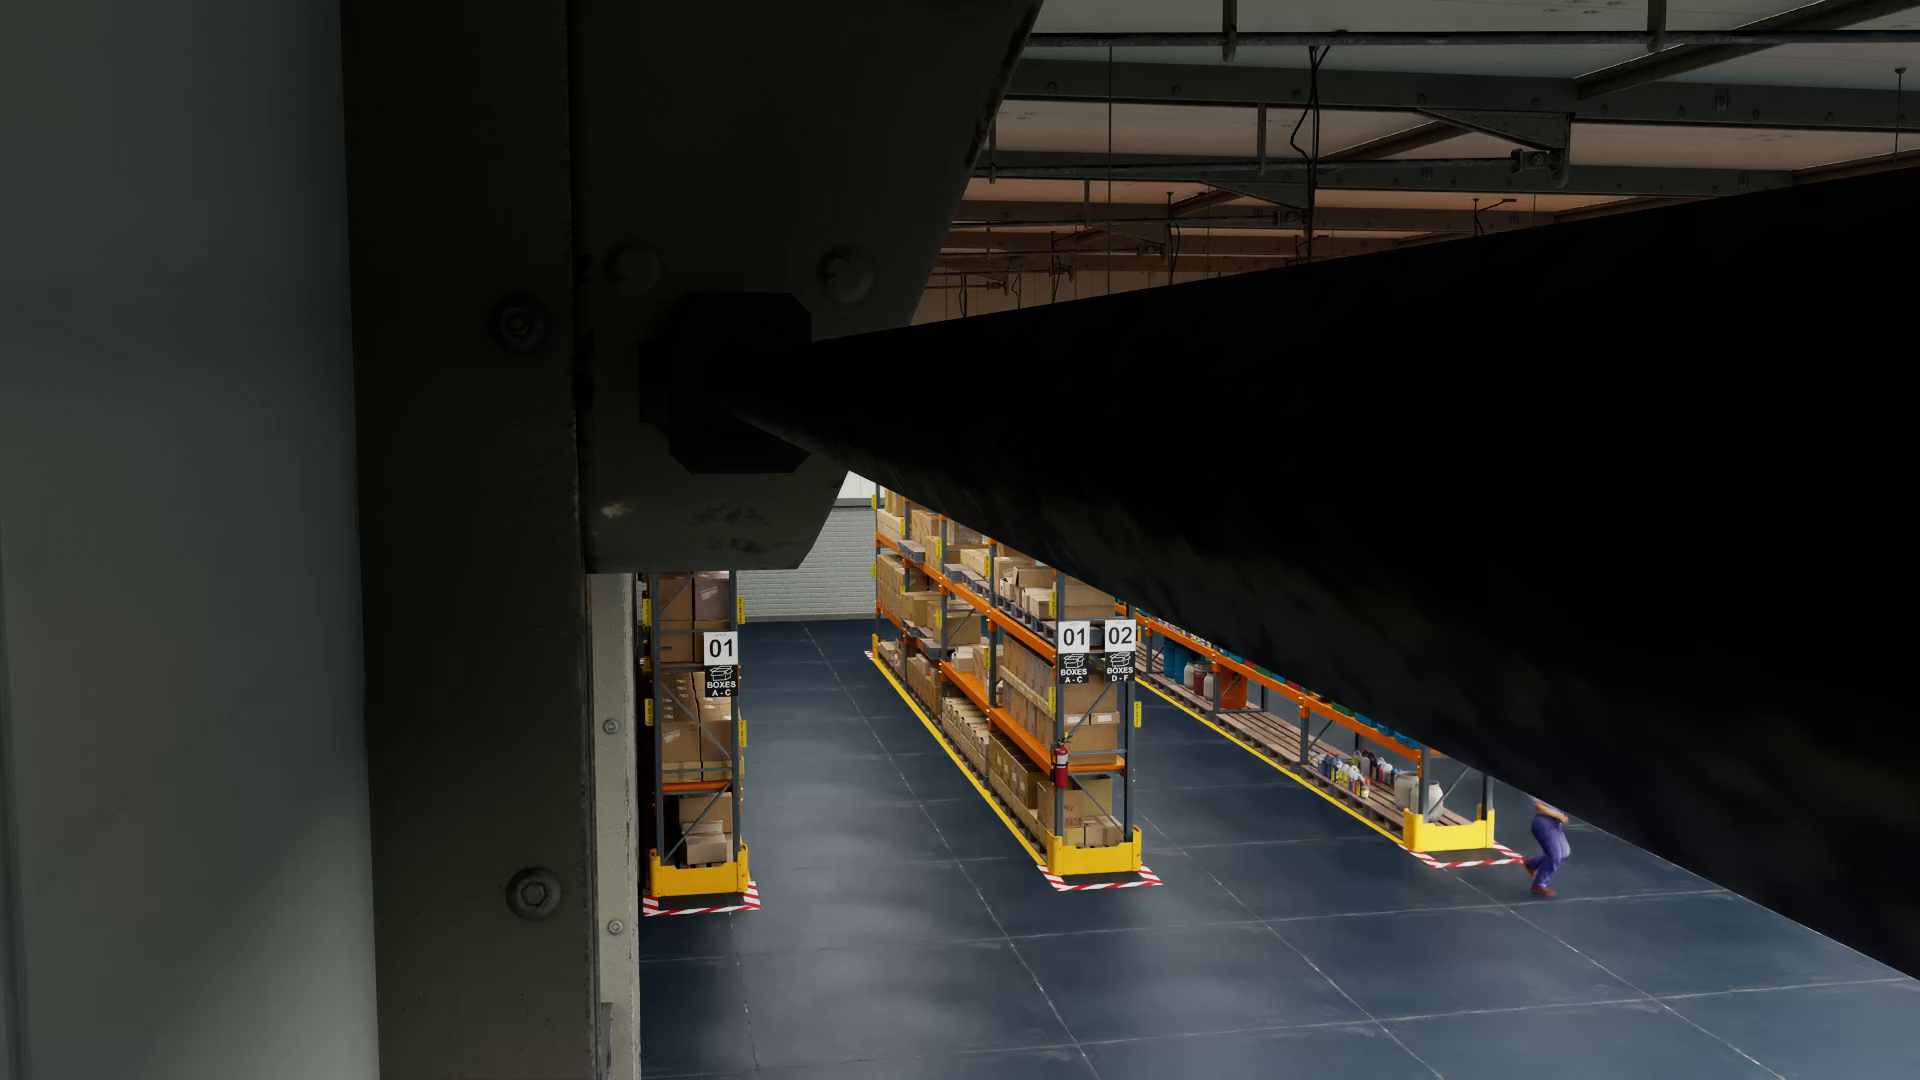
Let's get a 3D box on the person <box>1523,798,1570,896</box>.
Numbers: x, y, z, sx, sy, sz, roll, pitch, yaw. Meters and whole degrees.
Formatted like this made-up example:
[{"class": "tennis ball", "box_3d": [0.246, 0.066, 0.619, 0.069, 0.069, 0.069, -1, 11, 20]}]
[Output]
[{"class": "person", "box_3d": [7.158, 3.479, 20.269, 0.532, 1.573, 0.609, 3, 7, 27]}]
